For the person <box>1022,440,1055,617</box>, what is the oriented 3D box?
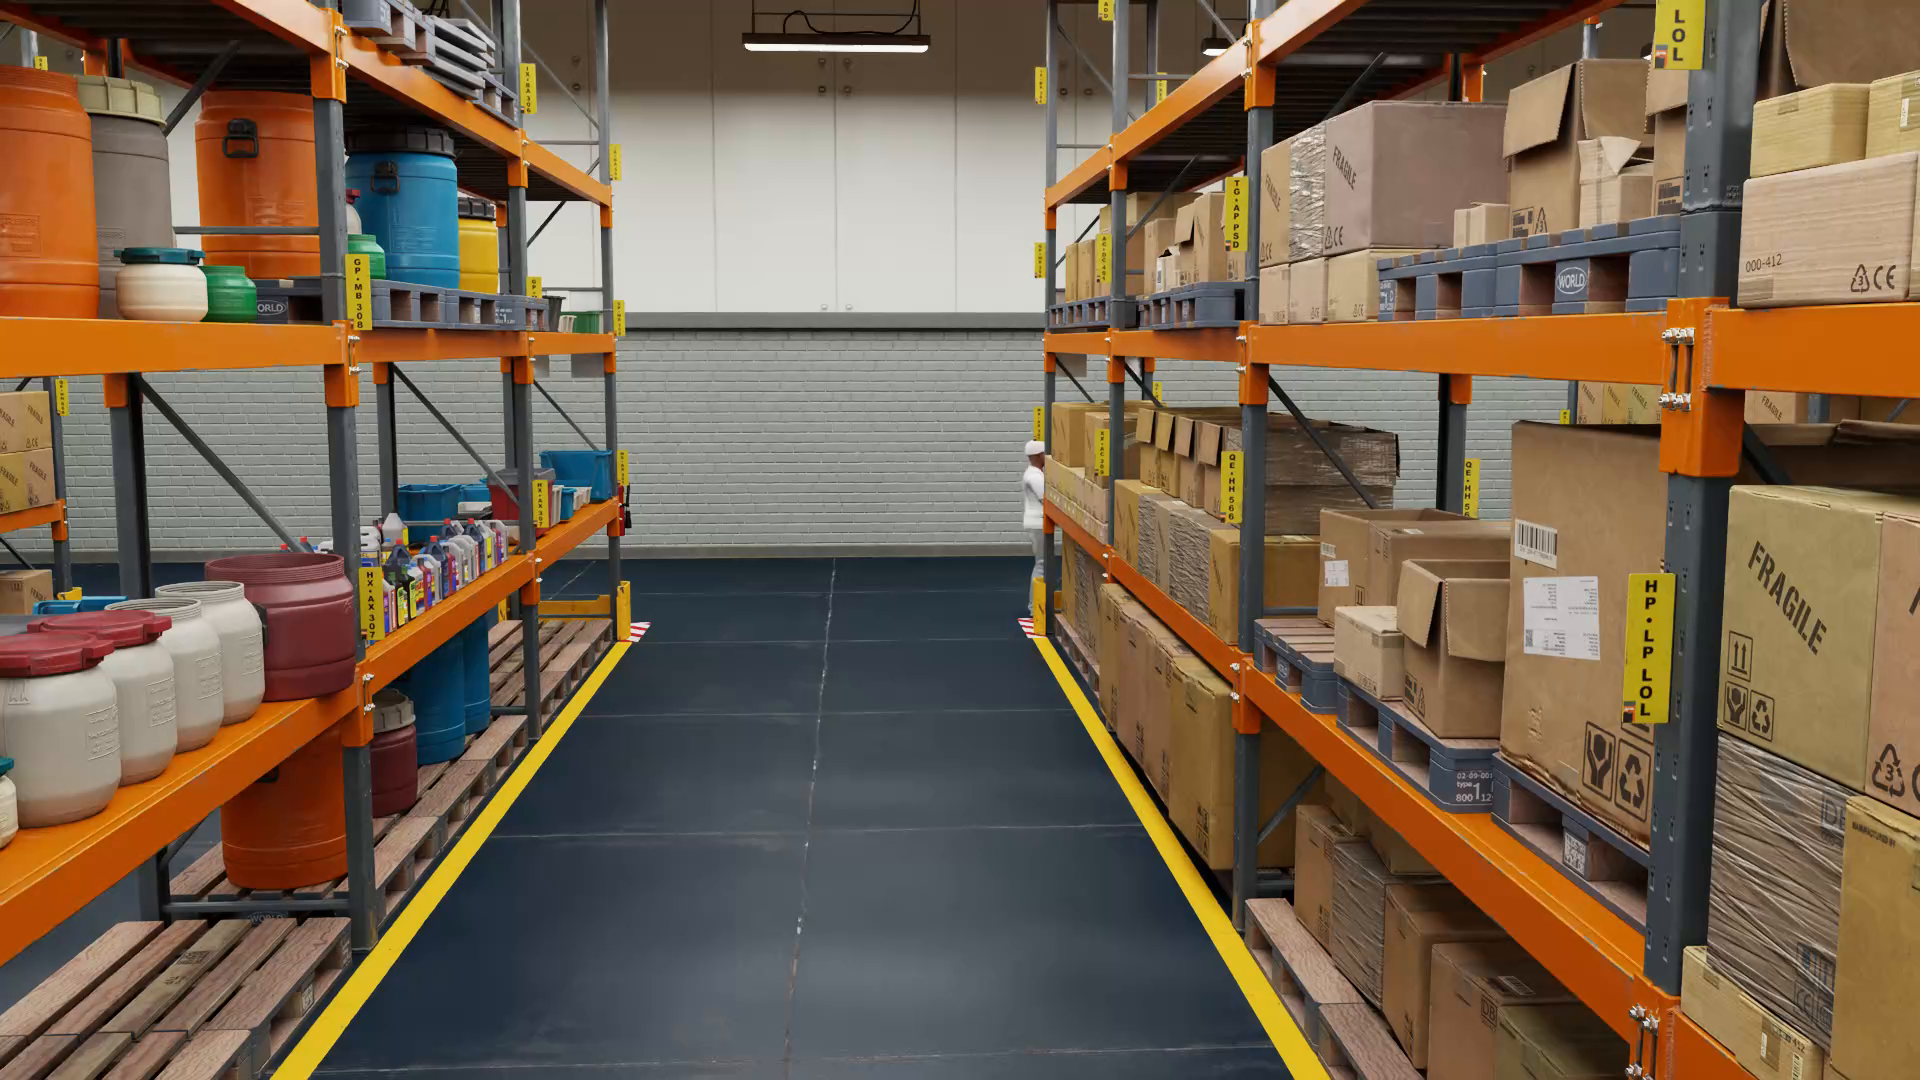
[{"bbox_3d":[0.902,-0.125,16.684,0.567,1.769,0.528,0,7,2],"label":"person"}]
